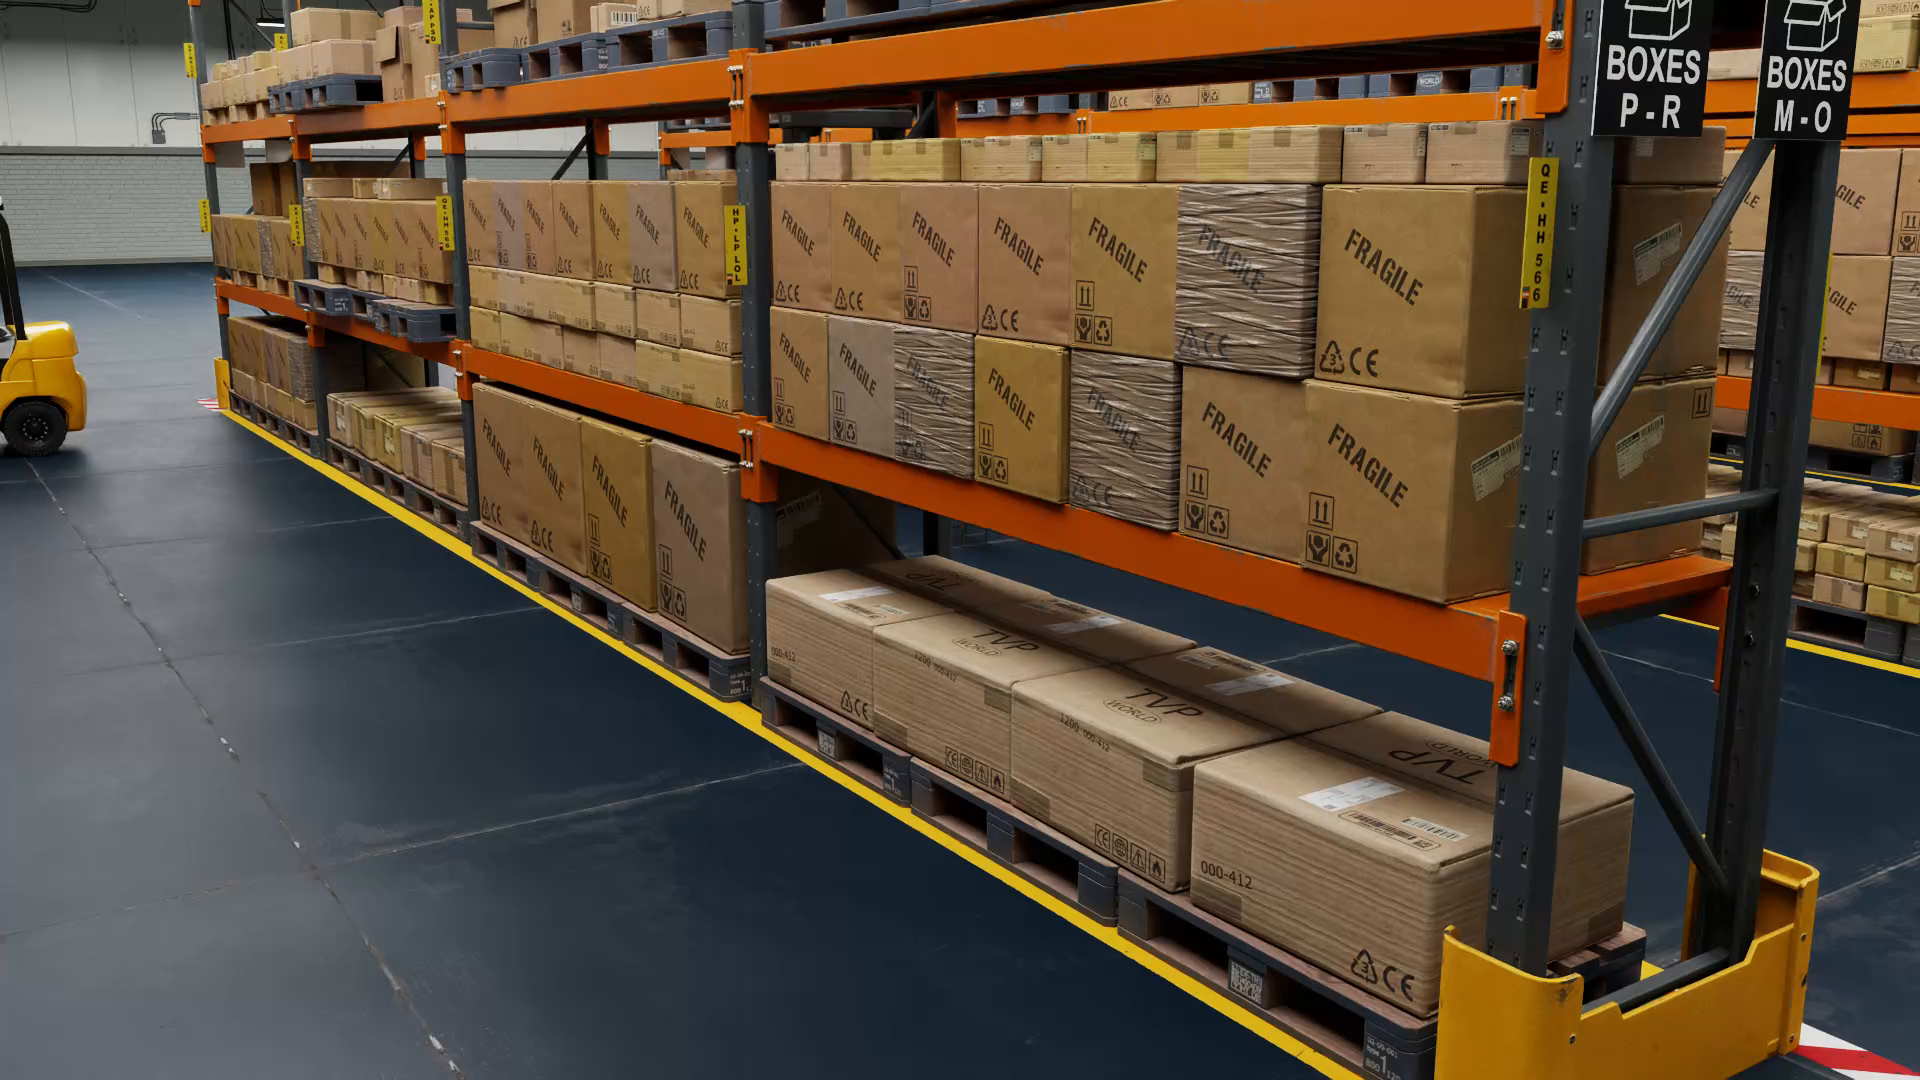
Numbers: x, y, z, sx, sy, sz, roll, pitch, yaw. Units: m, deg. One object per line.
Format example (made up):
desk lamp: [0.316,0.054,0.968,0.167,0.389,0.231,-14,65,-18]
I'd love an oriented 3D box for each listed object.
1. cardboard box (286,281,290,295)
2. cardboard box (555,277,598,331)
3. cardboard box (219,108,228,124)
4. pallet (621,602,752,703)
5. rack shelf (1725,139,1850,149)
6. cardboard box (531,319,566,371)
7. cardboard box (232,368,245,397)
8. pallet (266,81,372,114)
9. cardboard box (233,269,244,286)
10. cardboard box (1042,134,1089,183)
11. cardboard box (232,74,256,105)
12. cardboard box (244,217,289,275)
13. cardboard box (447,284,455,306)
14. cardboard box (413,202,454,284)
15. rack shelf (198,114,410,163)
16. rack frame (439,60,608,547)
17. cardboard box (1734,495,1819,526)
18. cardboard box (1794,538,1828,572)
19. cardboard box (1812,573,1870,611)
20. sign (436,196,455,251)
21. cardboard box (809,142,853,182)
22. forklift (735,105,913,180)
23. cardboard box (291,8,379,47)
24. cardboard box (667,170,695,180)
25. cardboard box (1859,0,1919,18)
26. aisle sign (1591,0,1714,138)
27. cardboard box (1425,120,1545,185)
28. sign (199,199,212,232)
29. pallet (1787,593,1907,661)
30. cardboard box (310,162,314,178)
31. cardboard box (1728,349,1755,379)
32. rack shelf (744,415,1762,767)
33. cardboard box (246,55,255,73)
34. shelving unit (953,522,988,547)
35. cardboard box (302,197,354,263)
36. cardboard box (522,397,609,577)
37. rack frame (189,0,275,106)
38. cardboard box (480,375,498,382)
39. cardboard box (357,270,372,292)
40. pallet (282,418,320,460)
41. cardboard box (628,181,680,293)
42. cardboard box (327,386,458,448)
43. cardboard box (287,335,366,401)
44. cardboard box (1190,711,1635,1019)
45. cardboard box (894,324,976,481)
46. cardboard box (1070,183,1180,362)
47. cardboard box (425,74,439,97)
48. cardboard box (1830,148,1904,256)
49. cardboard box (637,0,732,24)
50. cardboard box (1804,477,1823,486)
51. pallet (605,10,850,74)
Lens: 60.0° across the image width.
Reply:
cardboard box: [-5.696,-2.231,14.629,0.380,0.149,0.250,-8,15,-34]
cardboard box: [-1.802,-1.254,8.754,0.500,0.250,0.500,-8,15,-32]
cardboard box: [-6.879,-4.057,15.957,0.380,0.149,0.250,-8,14,-31]
pallet: [-0.973,0.469,8.221,1.003,0.211,1.213,-8,15,-33]
rack shelf: [8.567,-4.705,20.017,1.077,0.370,4.000,-8,15,-33]
cardboard box: [-2.052,-1.103,9.233,0.500,0.250,0.500,-8,14,-31]
cardboard box: [-6.914,-1.584,16.539,0.500,0.250,0.500,-8,15,-33]
pallet: [-4.661,-3.439,12.982,1.213,0.211,1.003,-8,15,-33]
cardboard box: [-6.782,-2.540,16.046,0.380,0.149,0.250,-8,15,-32]
cardboard box: [0.486,-1.217,5.312,0.380,0.149,0.250,-8,14,-31]
cardboard box: [-6.229,-4.042,14.957,0.500,0.250,0.500,-8,15,-32]
cardboard box: [-6.238,-2.704,15.275,0.500,0.500,0.500,-8,15,-34]
cardboard box: [-3.076,-1.589,10.711,0.380,0.149,0.250,-7,14,-31]
cardboard box: [-3.182,-1.923,10.721,0.500,0.500,0.500,-9,15,-34]
rack shelf: [-6.023,-3.657,15.225,1.077,0.370,4.000,-8,15,-33]
rack frame: [-2.699,-1.476,10.589,1.000,3.000,0.127,-8,15,-33]
cardboard box: [4.342,-0.153,8.839,0.380,0.149,0.250,-9,15,-35]
cardboard box: [4.379,0.049,8.611,0.380,0.149,0.250,-8,15,-32]
cardboard box: [4.556,0.239,8.436,0.380,0.149,0.250,-8,15,-32]
sign: [-3.145,-1.937,10.173,0.100,0.325,0.005,-8,15,-33]
cardboard box: [-0.368,-1.488,6.553,0.380,0.149,0.250,-8,15,-32]
forklift: [-1.069,-1.948,12.910,1.130,2.935,3.031,-6,14,-24]
cardboard box: [-4.640,-3.790,12.348,0.500,0.250,0.500,-8,15,-34]
cardboard box: [-2.893,-4.033,19.403,0.875,0.550,0.550,-8,15,-33]
cardboard box: [4.496,-2.618,7.974,0.500,0.250,0.500,-9,15,-35]
aisle sign: [1.516,-1.274,3.579,0.394,0.787,0.004,-8,15,-33]
cardboard box: [1.368,-0.947,4.080,0.380,0.149,0.250,-8,15,-32]
sign: [-7.583,-3.257,16.709,0.100,0.325,0.005,-8,15,-33]
pallet: [4.664,0.326,8.876,1.003,0.211,1.213,-8,15,-33]
cardboard box: [-5.498,-3.160,15.019,0.700,0.500,0.500,-8,15,-34]
cardboard box: [4.237,-0.928,8.672,0.380,0.149,0.250,-7,14,-30]
rack shelf: [0.626,-0.057,5.787,1.077,0.370,4.000,-8,15,-33]
cardboard box: [-6.047,-4.173,14.622,0.380,0.149,0.250,-8,15,-32]
shelving unit: [0.030,-0.503,10.706,0.215,1.050,0.252,-8,15,-33]
cardboard box: [-4.894,-2.469,13.219,0.500,0.500,0.500,-8,14,-31]
cardboard box: [-1.894,-0.351,9.437,0.875,0.875,0.875,-8,15,-32]
rack frame: [-7.131,-5.829,16.455,1.000,3.000,0.127,-8,15,-33]
cardboard box: [-4.376,-1.319,15.717,0.500,0.500,0.500,1,12,6]
cardboard box: [-4.173,-1.899,12.129,0.380,0.149,0.250,-7,14,-31]
pallet: [-5.316,-0.940,14.667,1.003,0.211,1.213,-8,15,-33]
cardboard box: [-1.232,-1.443,7.863,0.500,0.500,0.500,-8,15,-32]
cardboard box: [-4.622,-1.016,13.653,0.950,0.372,0.625,-8,15,-32]
cardboard box: [-5.466,-1.489,14.347,0.500,0.500,0.500,-8,15,-34]
cardboard box: [1.285,0.888,4.795,0.875,0.438,0.875,-9,15,-35]
cardboard box: [0.105,-0.520,5.983,0.500,0.500,0.500,-8,15,-32]
cardboard box: [0.683,-0.826,5.042,0.500,0.500,0.500,-8,15,-33]
cardboard box: [-3.192,-2.893,10.636,0.380,0.149,0.250,-8,15,-33]
cardboard box: [4.466,-1.667,8.192,0.500,0.500,0.500,-9,15,-35]
cardboard box: [-1.145,-2.523,7.584,0.500,0.311,0.500,-8,15,-33]
cardboard box: [4.621,-0.262,9.337,0.380,0.149,0.250,-9,15,-35]
pallet: [-1.031,-2.294,7.755,0.805,0.209,1.217,-9,15,-35]
